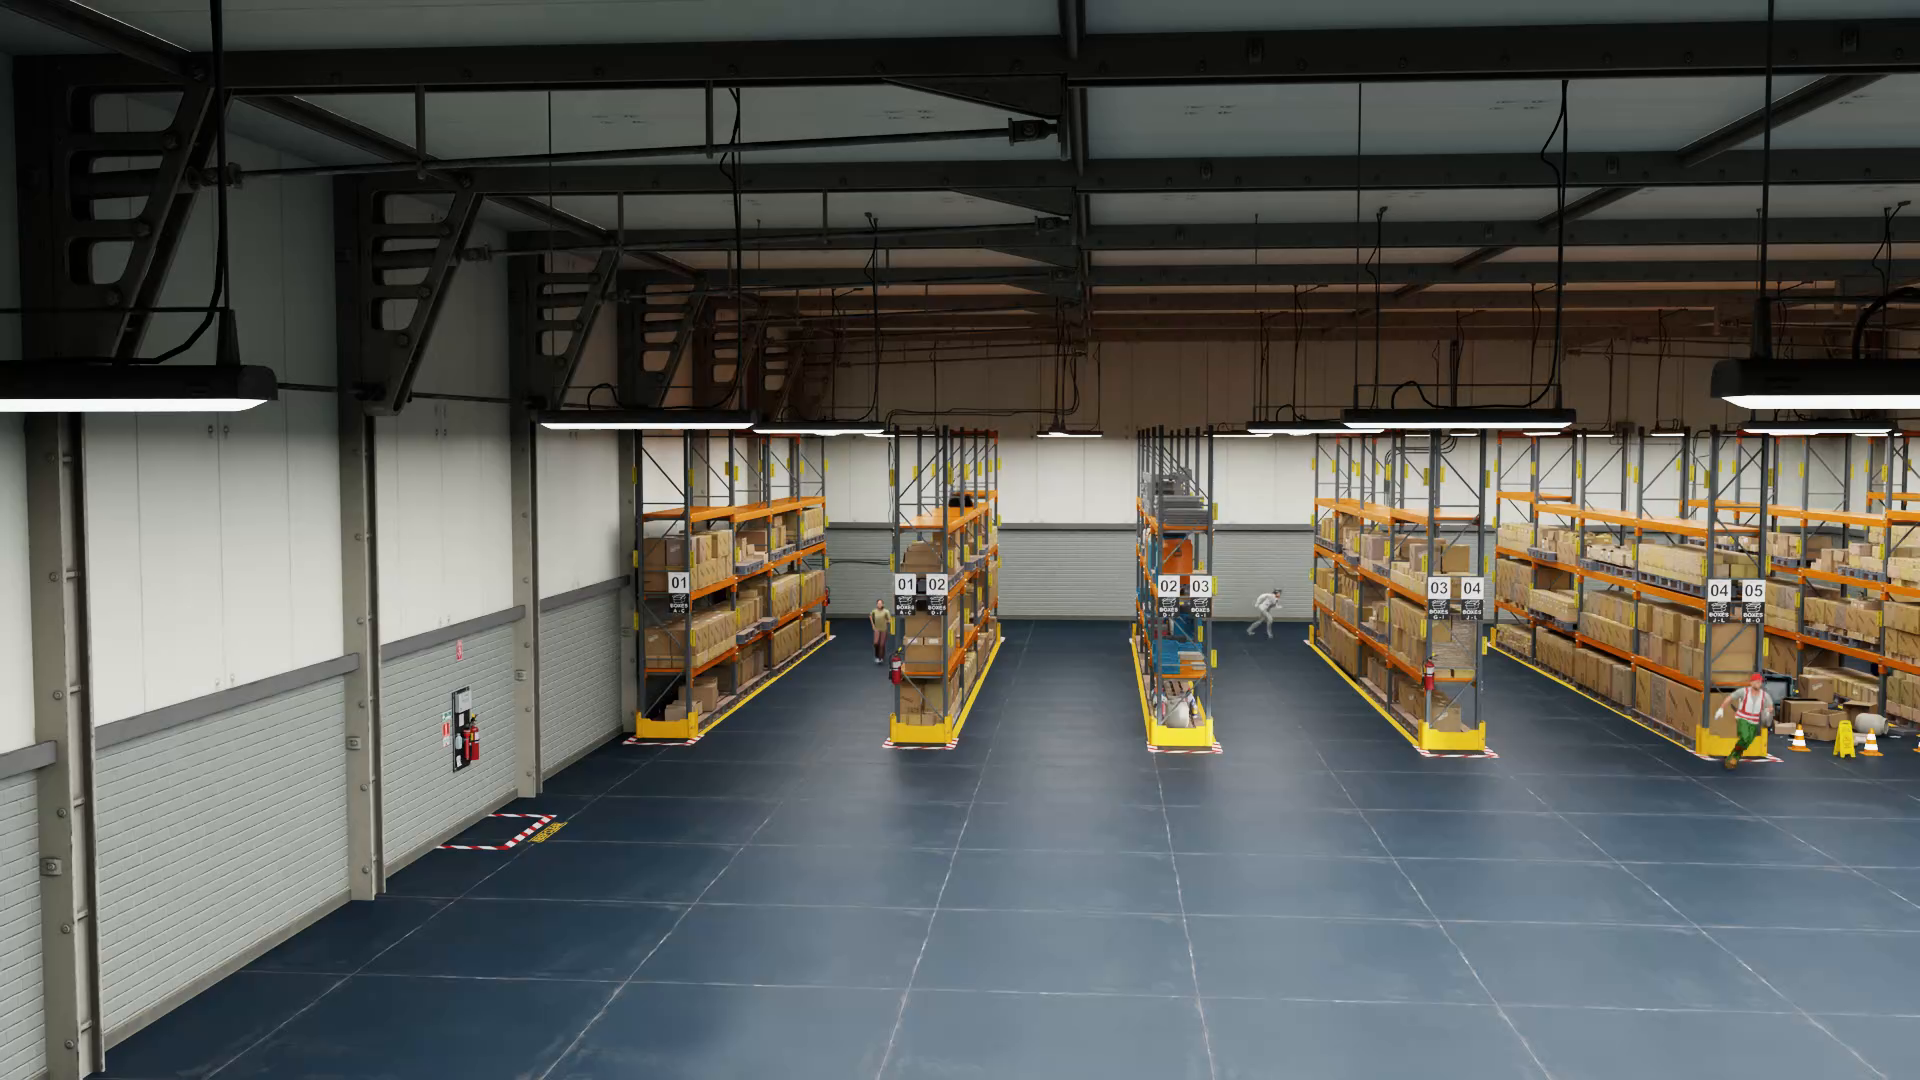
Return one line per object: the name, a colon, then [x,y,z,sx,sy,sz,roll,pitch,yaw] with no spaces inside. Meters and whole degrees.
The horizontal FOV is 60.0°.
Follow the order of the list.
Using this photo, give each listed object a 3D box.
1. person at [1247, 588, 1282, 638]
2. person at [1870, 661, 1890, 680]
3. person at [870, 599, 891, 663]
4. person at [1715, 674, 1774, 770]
person: [8.854,2.117,48.421,1.089,1.460,0.506,3,4,39]
person: [21.165,2.656,38.171,0.606,1.570,0.588,0,3,-1]
person: [-2.046,2.338,42.564,0.590,1.647,0.625,0,3,4]
person: [13.667,3.158,28.826,0.846,1.685,0.715,0,3,-5]
